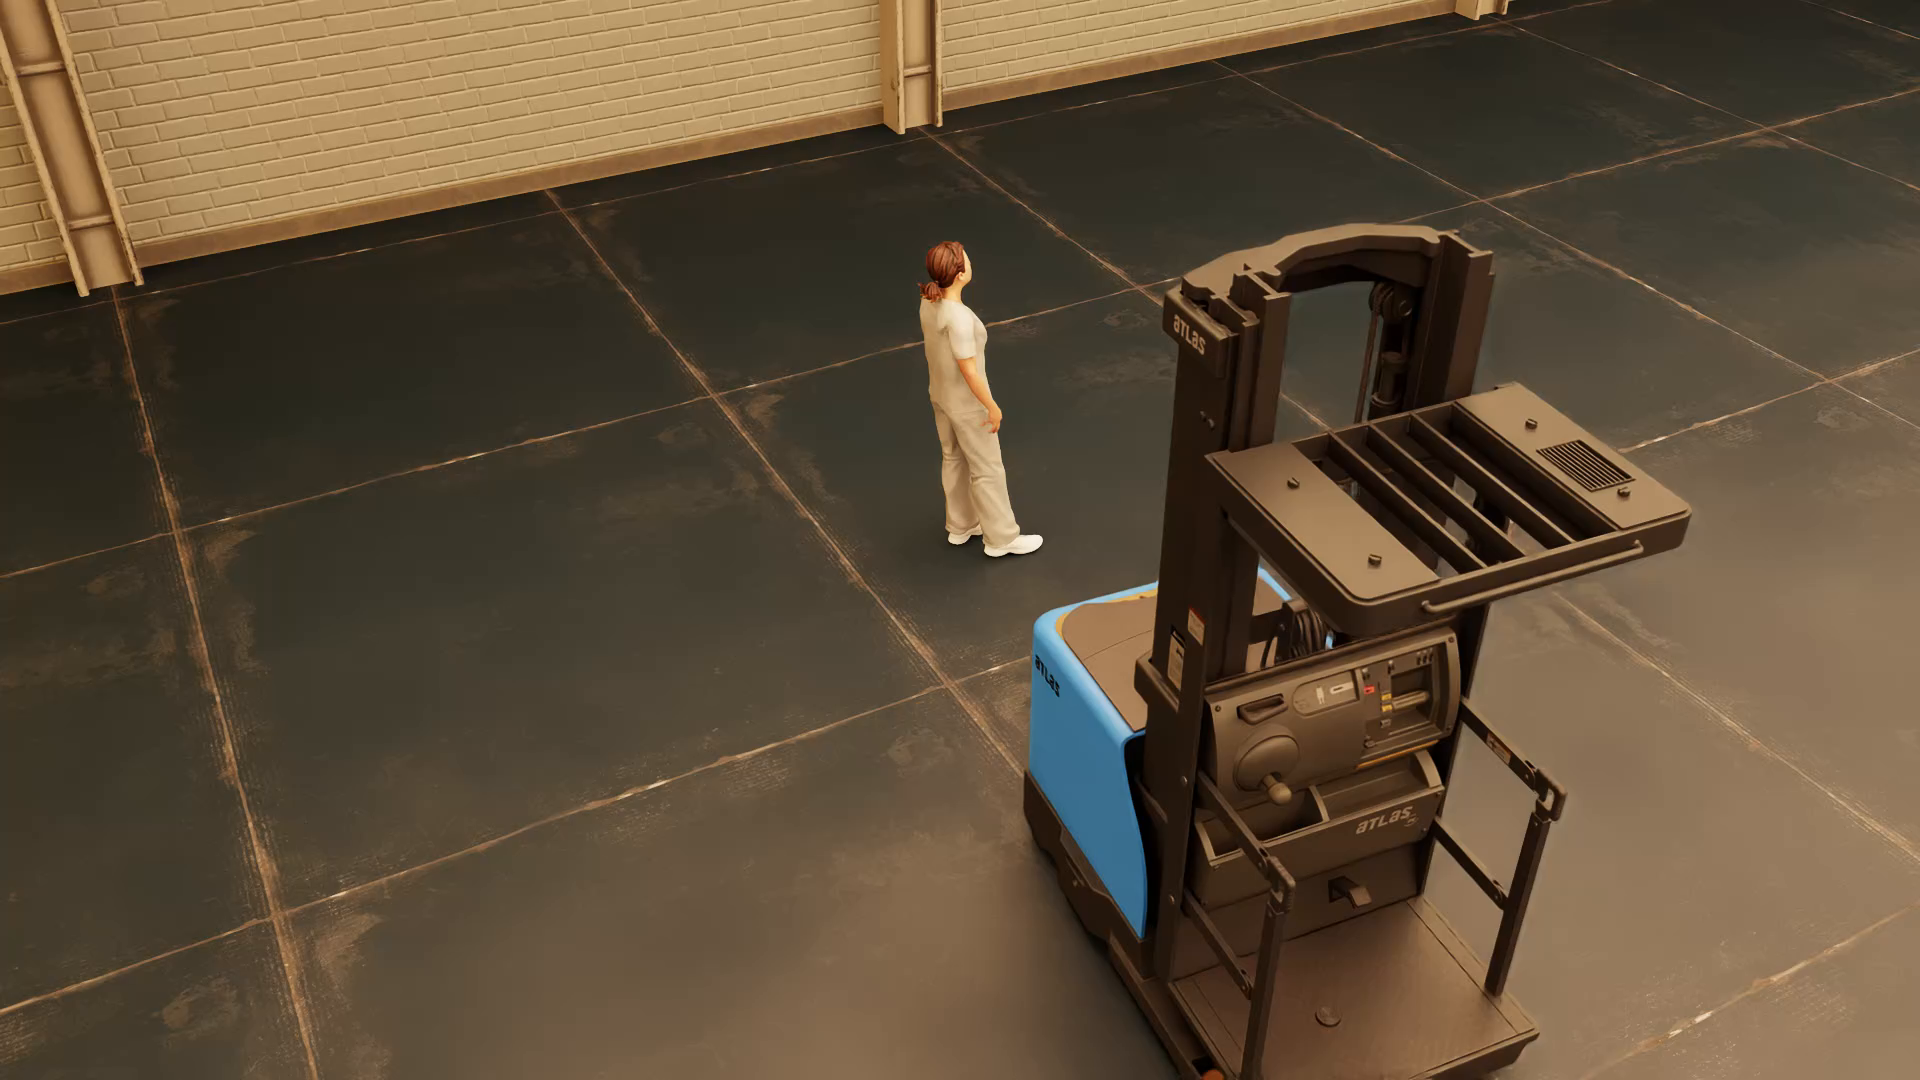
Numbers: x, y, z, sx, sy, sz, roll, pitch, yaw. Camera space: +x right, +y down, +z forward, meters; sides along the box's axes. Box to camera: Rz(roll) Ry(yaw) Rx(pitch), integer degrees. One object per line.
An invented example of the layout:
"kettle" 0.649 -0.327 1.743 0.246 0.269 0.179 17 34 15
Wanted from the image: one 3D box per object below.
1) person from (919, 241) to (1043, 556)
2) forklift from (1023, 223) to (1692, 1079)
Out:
"person" 0.071 -0.703 8.192 0.549 1.675 0.549 -17 39 -23
"forklift" 1.305 0.639 5.219 1.130 2.935 3.031 -14 38 -19
